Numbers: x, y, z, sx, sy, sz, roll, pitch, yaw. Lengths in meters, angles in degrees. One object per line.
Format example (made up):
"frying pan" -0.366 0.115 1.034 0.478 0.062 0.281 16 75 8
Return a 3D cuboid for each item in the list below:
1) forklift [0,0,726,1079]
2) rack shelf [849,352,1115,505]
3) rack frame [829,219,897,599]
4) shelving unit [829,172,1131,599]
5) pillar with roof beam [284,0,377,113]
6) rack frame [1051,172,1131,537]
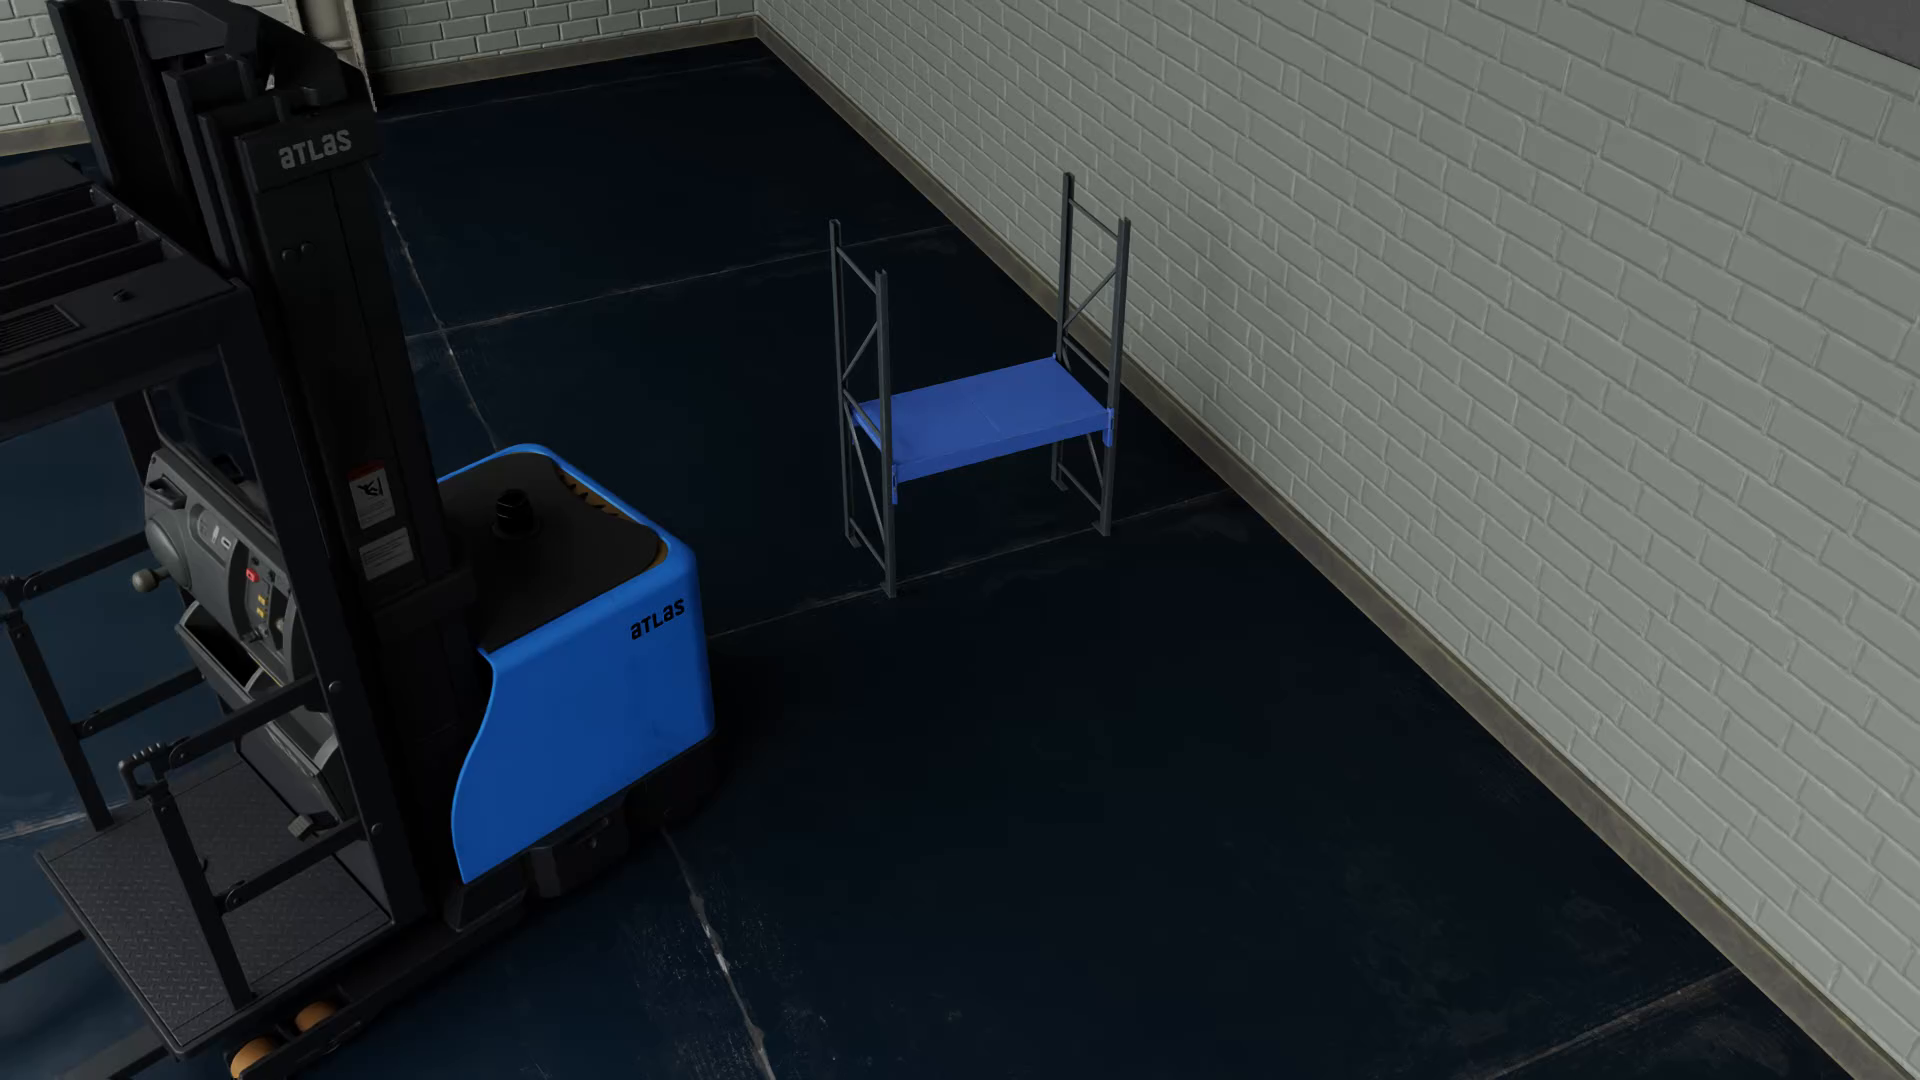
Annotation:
"forklift" -2.246 0.136 4.606 3.031 2.935 1.130 -31 46 -34
"rack shelf" 0.077 -0.480 6.939 1.000 0.185 0.538 -16 39 -20
"rack frame" -0.383 -0.495 6.659 0.032 1.500 0.500 -16 39 -20
"shelving unit" 0.077 -0.624 6.832 1.048 1.500 0.538 -16 39 -20
"pillar with roof beam" -2.305 -4.182 5.335 0.400 9.000 9.100 -16 39 -20
"rack frame" 0.537 -0.753 7.006 0.032 1.500 0.500 -16 39 -20
